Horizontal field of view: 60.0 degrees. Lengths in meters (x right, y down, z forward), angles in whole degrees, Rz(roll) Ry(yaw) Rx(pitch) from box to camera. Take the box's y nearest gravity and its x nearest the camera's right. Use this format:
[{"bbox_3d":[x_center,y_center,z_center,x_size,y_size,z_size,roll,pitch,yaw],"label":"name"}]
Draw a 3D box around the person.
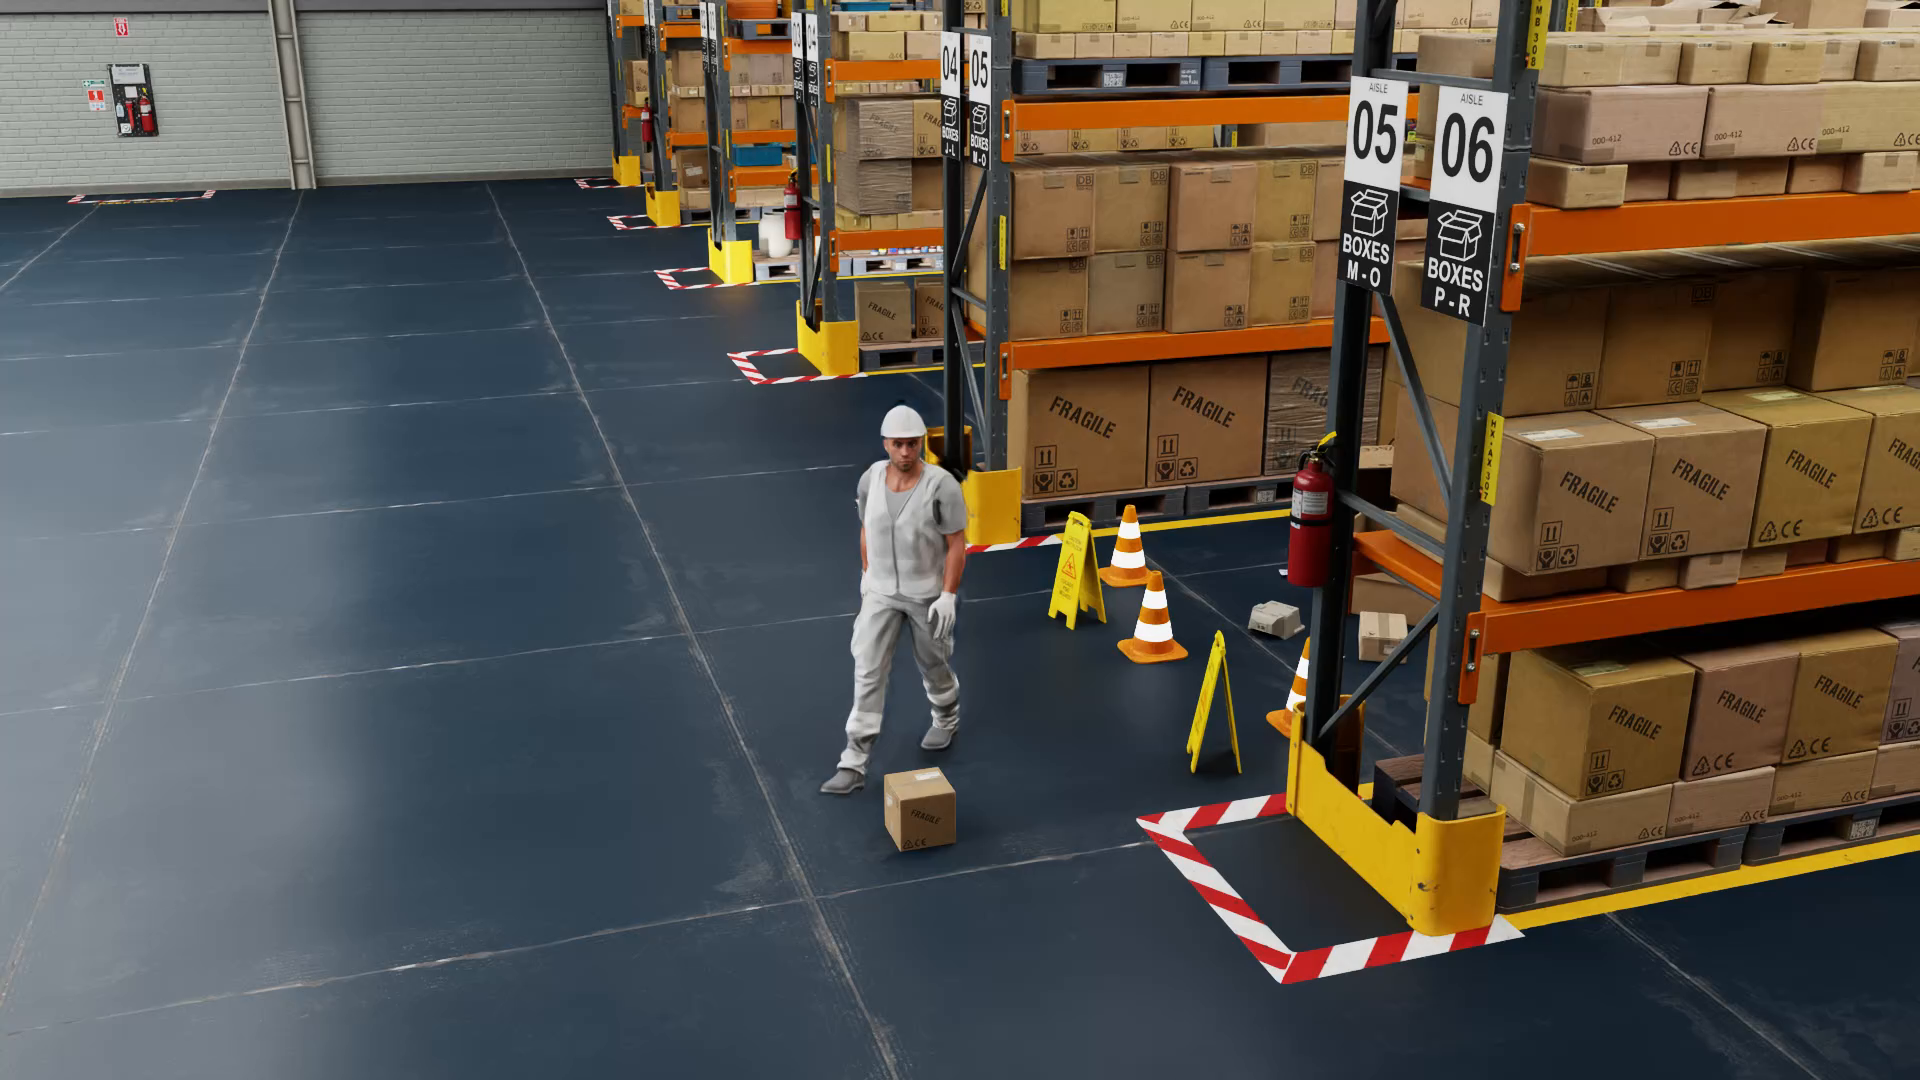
[{"bbox_3d":[-0.282,0.264,7.489,0.574,1.729,1.016,6,20,16],"label":"person"}]
